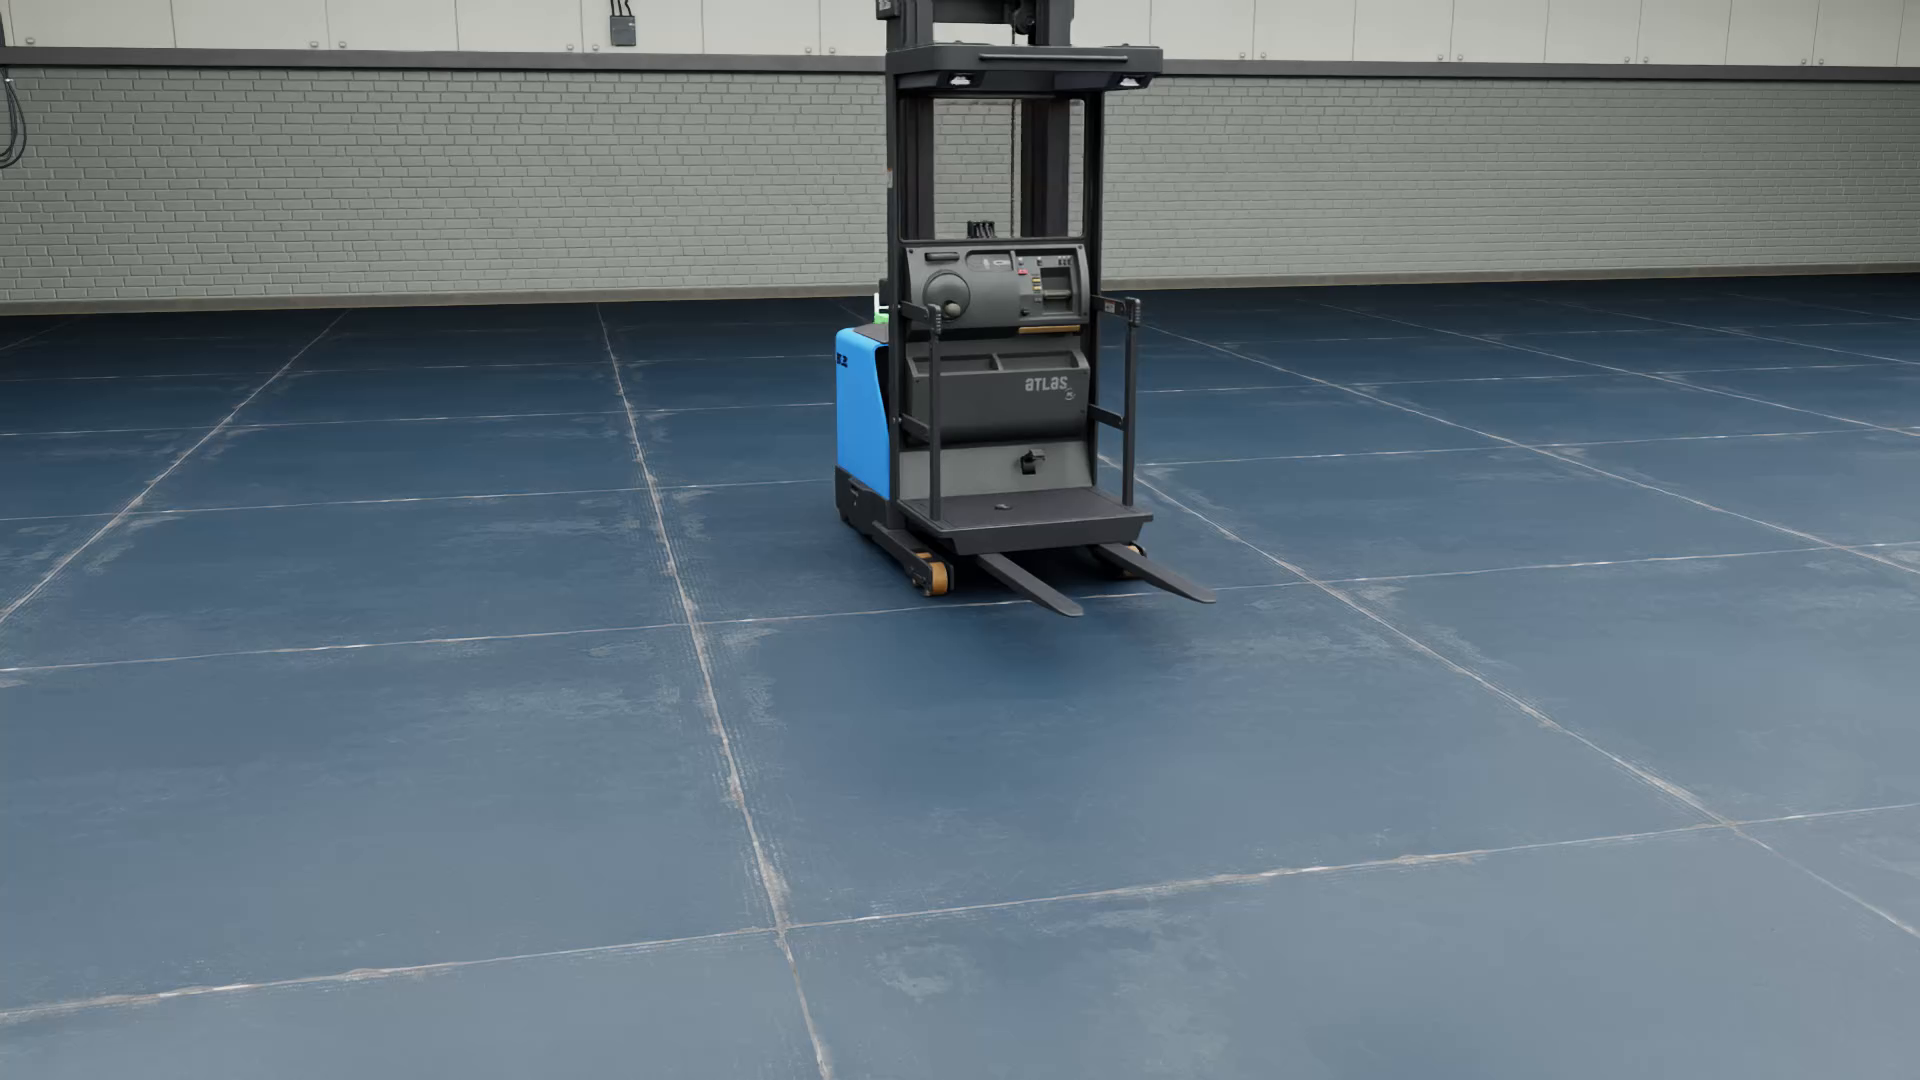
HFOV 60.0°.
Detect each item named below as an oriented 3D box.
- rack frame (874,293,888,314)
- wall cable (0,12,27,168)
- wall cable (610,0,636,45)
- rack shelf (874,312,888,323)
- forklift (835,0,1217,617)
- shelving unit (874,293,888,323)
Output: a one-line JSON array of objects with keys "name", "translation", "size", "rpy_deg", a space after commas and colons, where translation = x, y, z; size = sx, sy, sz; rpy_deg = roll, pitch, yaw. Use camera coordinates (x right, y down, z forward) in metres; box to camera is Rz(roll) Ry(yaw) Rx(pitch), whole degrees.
[{"name": "rack frame", "translation": [-0.387, -0.884, 10.015], "size": [0.240, 1.200, 0.015], "rpy_deg": [-4, 13, -16]}, {"name": "wall cable", "translation": [-12.477, -5.492, 18.988], "size": [3.097, 2.526, 0.112], "rpy_deg": [-3, 14, -13]}, {"name": "wall cable", "translation": [-3.245, -9.178, 20.367], "size": [2.305, 6.003, 0.169], "rpy_deg": [-3, 14, -13]}, {"name": "rack shelf", "translation": [-0.321, -1.238, 9.695], "size": [0.258, 0.148, 0.480], "rpy_deg": [-4, 13, -16]}, {"name": "forklift", "translation": [0.262, -1.265, 7.931], "size": [1.130, 2.935, 3.031], "rpy_deg": [-5, 15, -19]}, {"name": "shelving unit", "translation": [-0.318, -0.832, 9.787], "size": [0.258, 1.200, 0.503], "rpy_deg": [-4, 13, -16]}]
